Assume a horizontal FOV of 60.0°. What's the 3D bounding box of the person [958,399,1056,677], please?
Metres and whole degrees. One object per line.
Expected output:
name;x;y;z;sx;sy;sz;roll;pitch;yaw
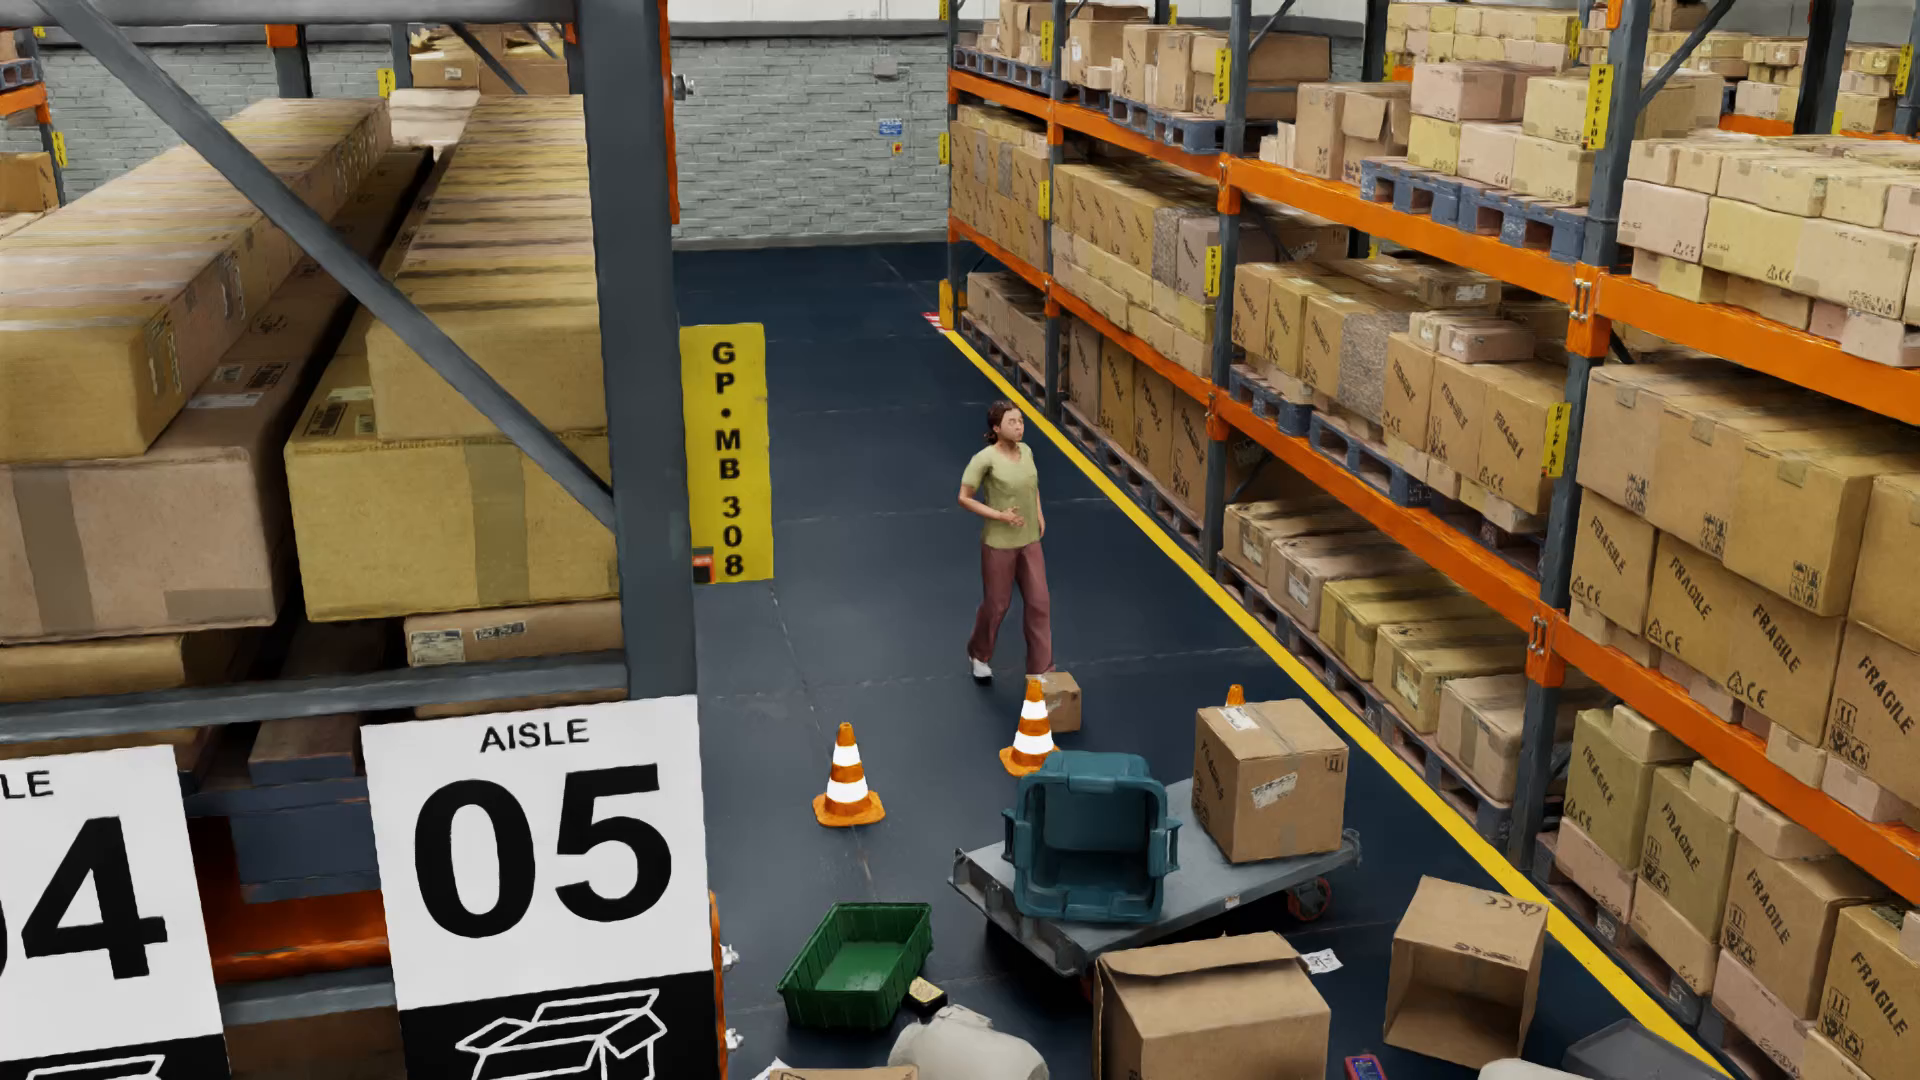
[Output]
person;0.342;0.048;9.416;0.620;1.640;0.761;-13;24;-33
